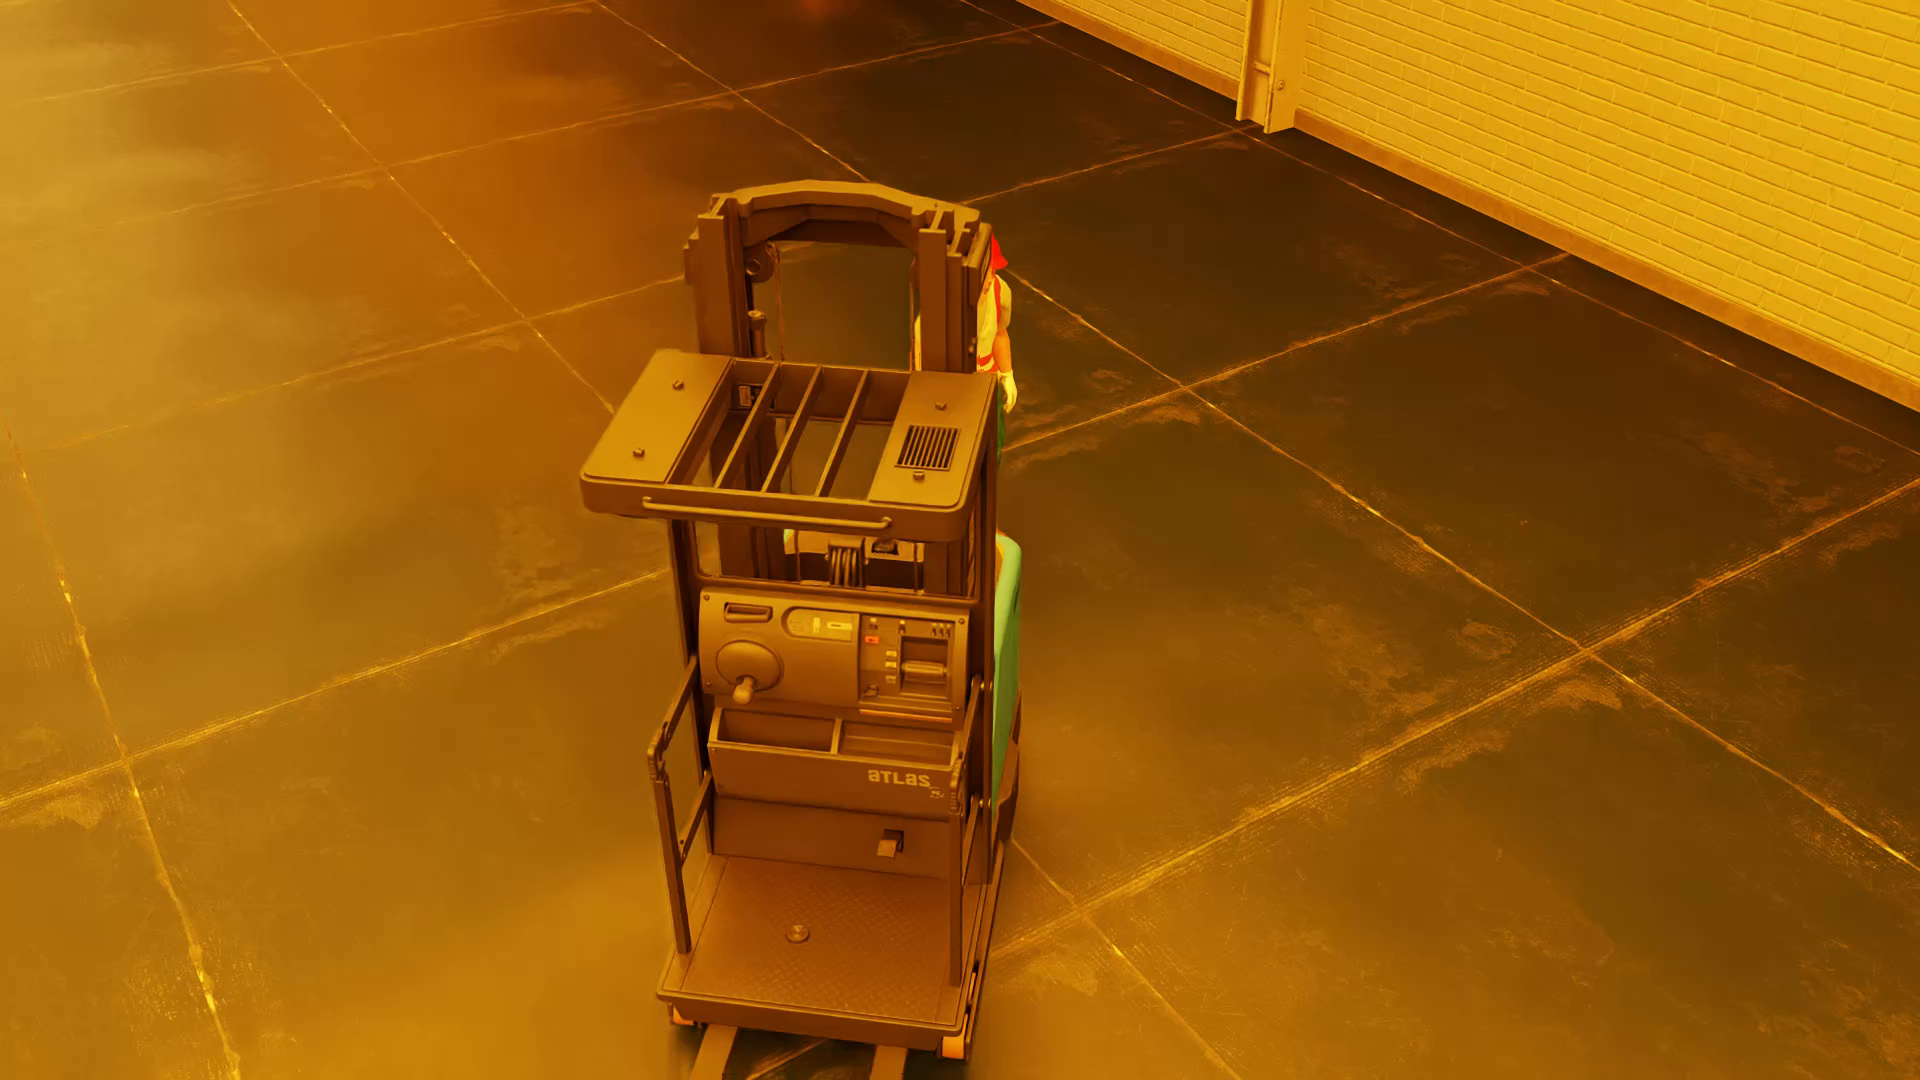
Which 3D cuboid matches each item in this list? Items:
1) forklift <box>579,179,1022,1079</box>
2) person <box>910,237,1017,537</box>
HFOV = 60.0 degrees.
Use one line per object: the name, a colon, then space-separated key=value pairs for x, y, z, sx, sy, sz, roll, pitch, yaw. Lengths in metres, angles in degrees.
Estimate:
forklift: x=-0.463 y=0.456 z=5.499 sx=1.130 sy=2.935 sz=3.031 roll=5 pitch=35 yaw=7
person: x=0.031 y=-0.707 z=8.160 sx=0.608 sy=1.778 sz=0.450 roll=-22 pitch=41 yaw=-28
